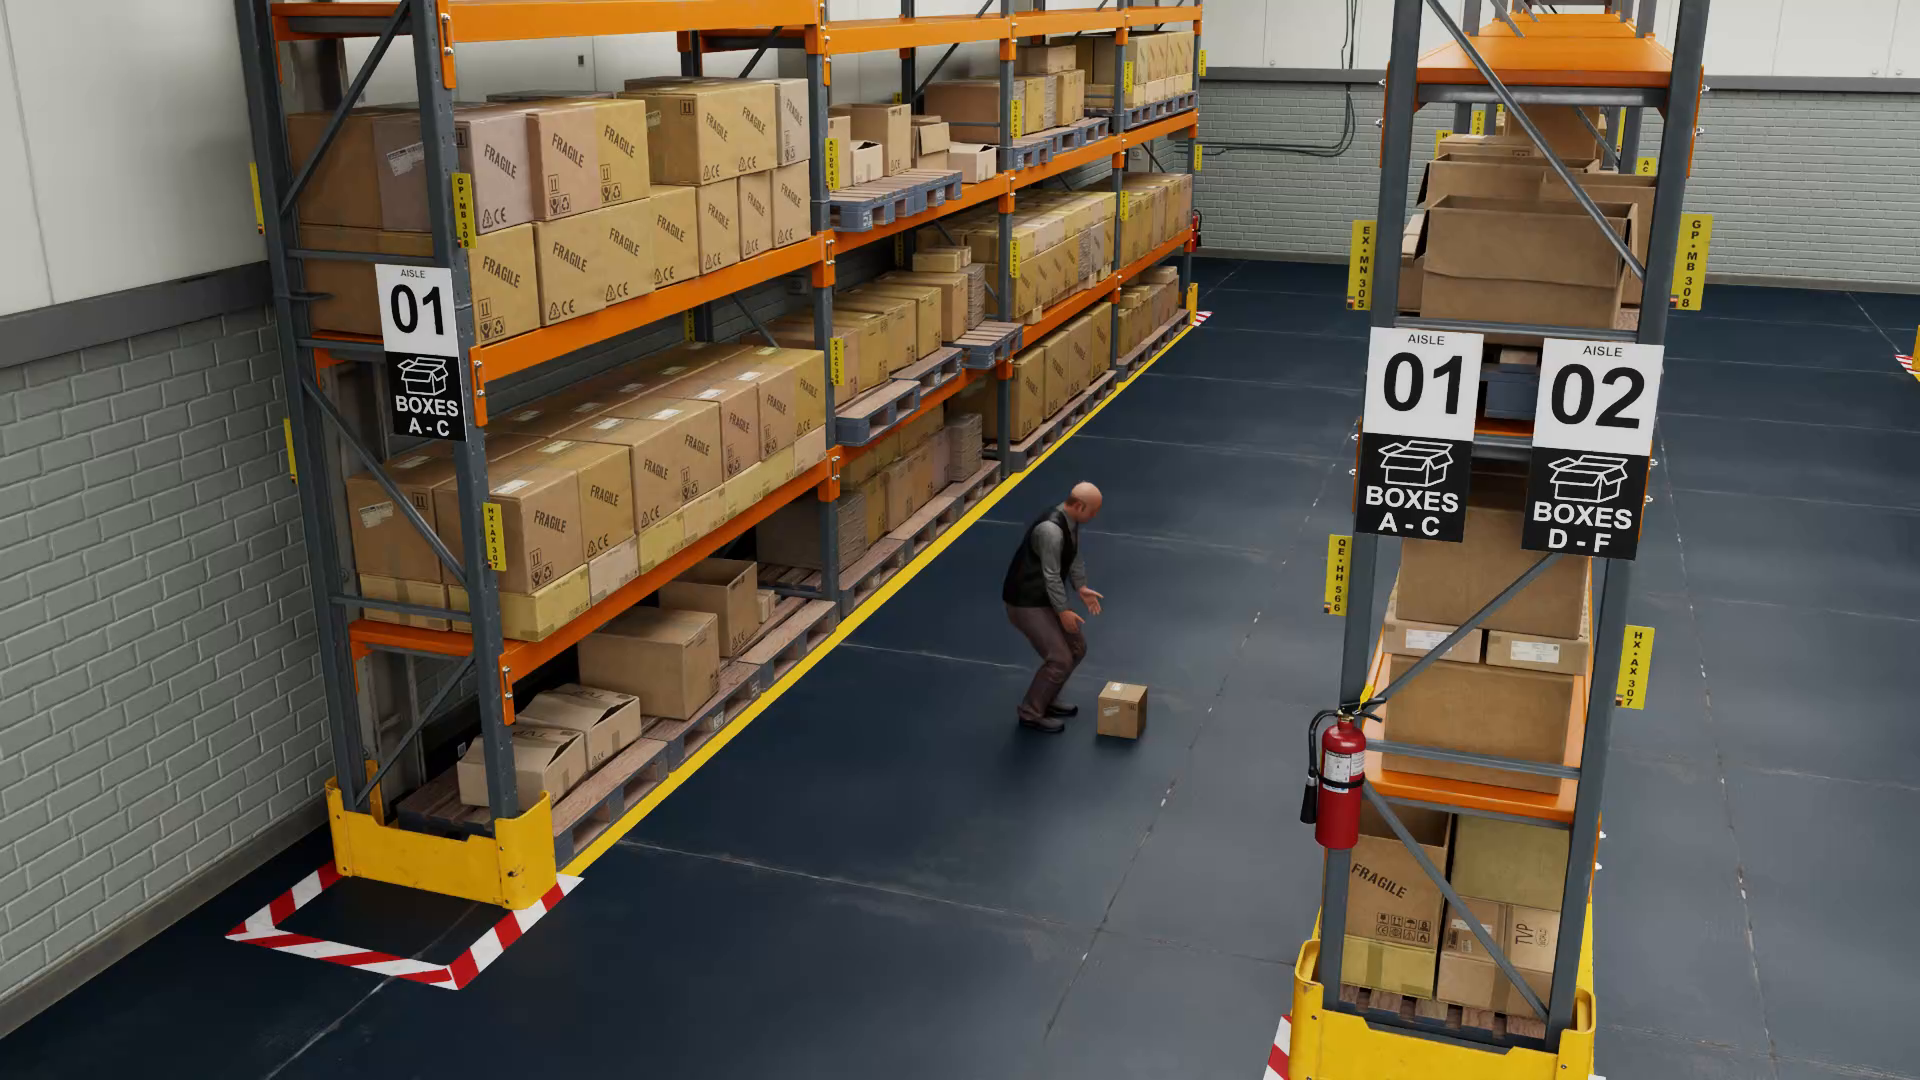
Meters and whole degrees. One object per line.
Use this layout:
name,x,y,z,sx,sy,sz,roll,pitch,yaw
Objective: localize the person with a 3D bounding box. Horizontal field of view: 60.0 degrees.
person,0.572,0.378,10.242,0.579,1.560,0.583,7,20,19
